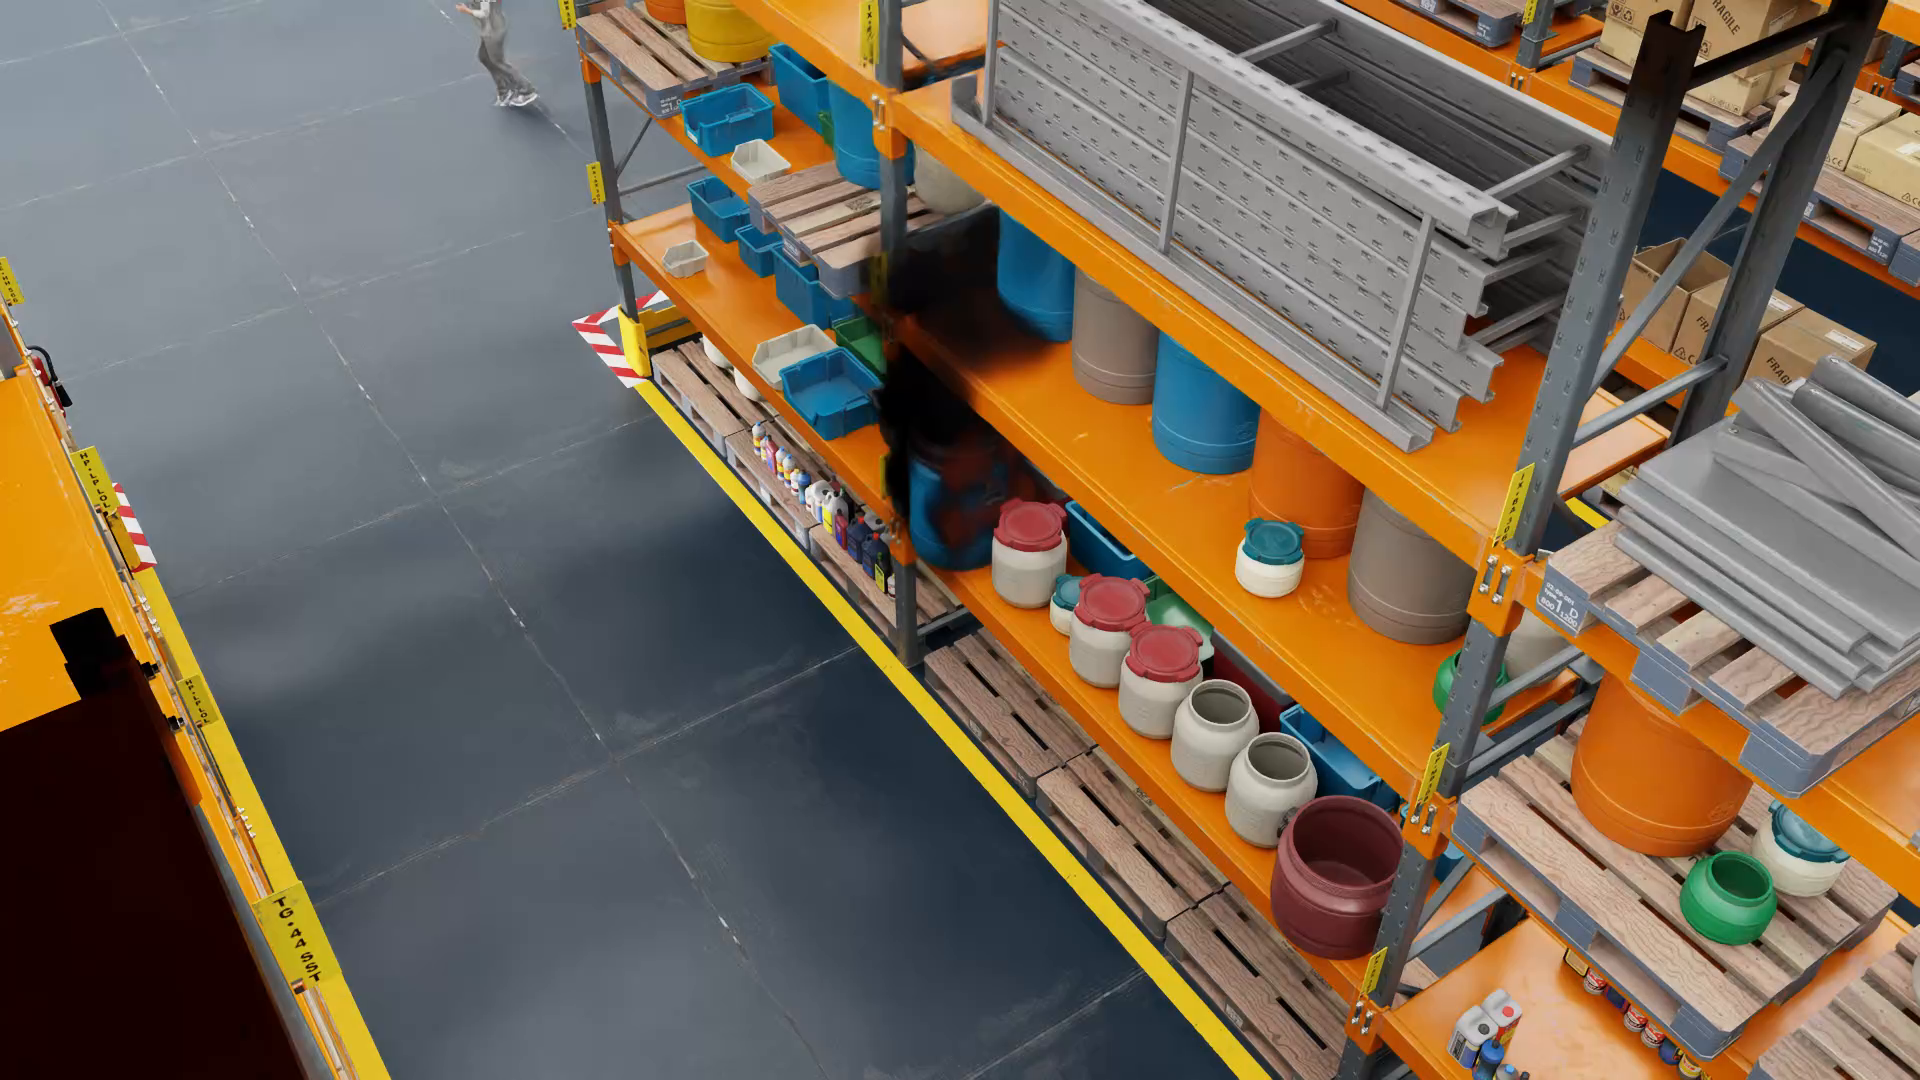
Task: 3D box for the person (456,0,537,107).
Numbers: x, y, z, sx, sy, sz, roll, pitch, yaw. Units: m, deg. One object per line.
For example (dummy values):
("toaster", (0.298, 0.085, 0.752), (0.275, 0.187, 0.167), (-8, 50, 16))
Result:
("person", (-4.450, -4.809, 15.905), (0.601, 1.573, 0.540), (-5, 43, -5))
